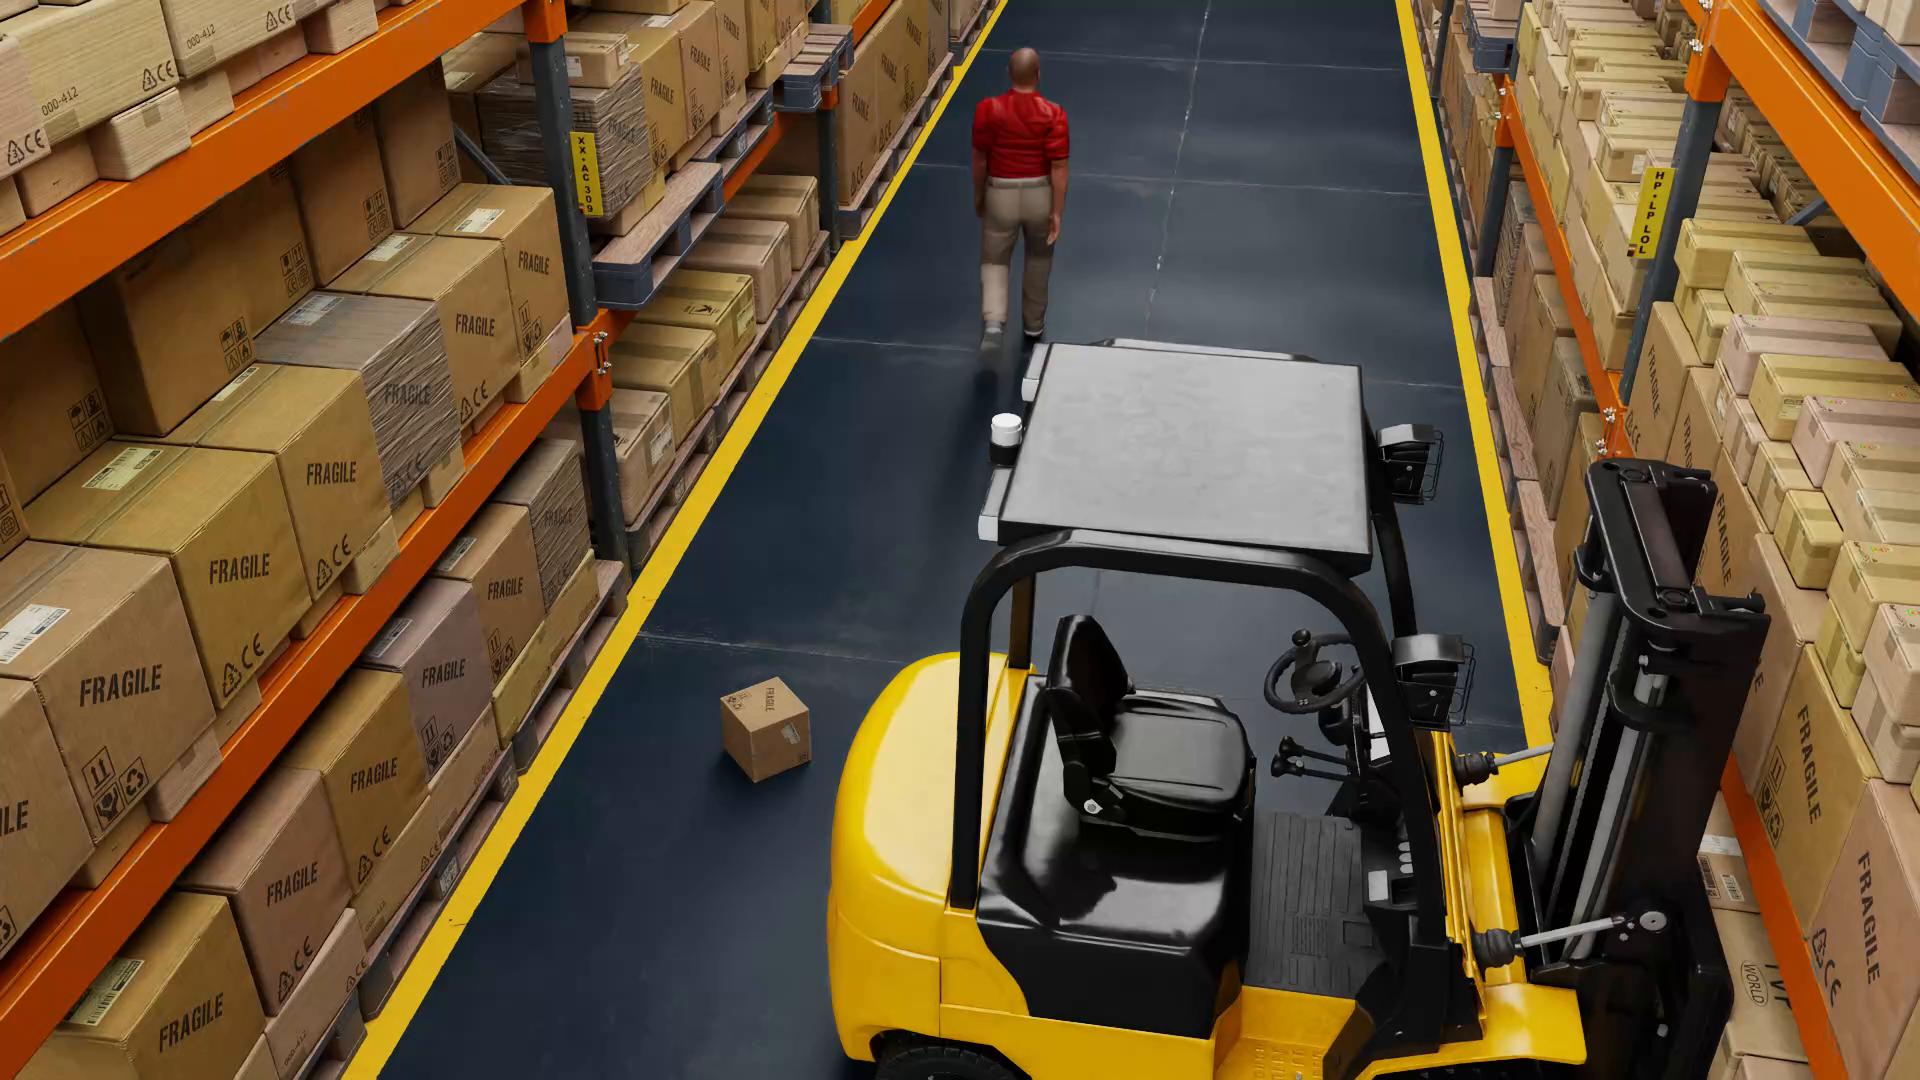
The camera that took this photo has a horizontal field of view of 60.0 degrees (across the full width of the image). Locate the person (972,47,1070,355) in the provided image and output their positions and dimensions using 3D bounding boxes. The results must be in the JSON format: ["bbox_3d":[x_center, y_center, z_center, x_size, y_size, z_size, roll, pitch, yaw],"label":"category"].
[{"bbox_3d":[0.321,-1.794,9.056,0.524,1.612,0.866,2,32,3],"label":"person"}]
